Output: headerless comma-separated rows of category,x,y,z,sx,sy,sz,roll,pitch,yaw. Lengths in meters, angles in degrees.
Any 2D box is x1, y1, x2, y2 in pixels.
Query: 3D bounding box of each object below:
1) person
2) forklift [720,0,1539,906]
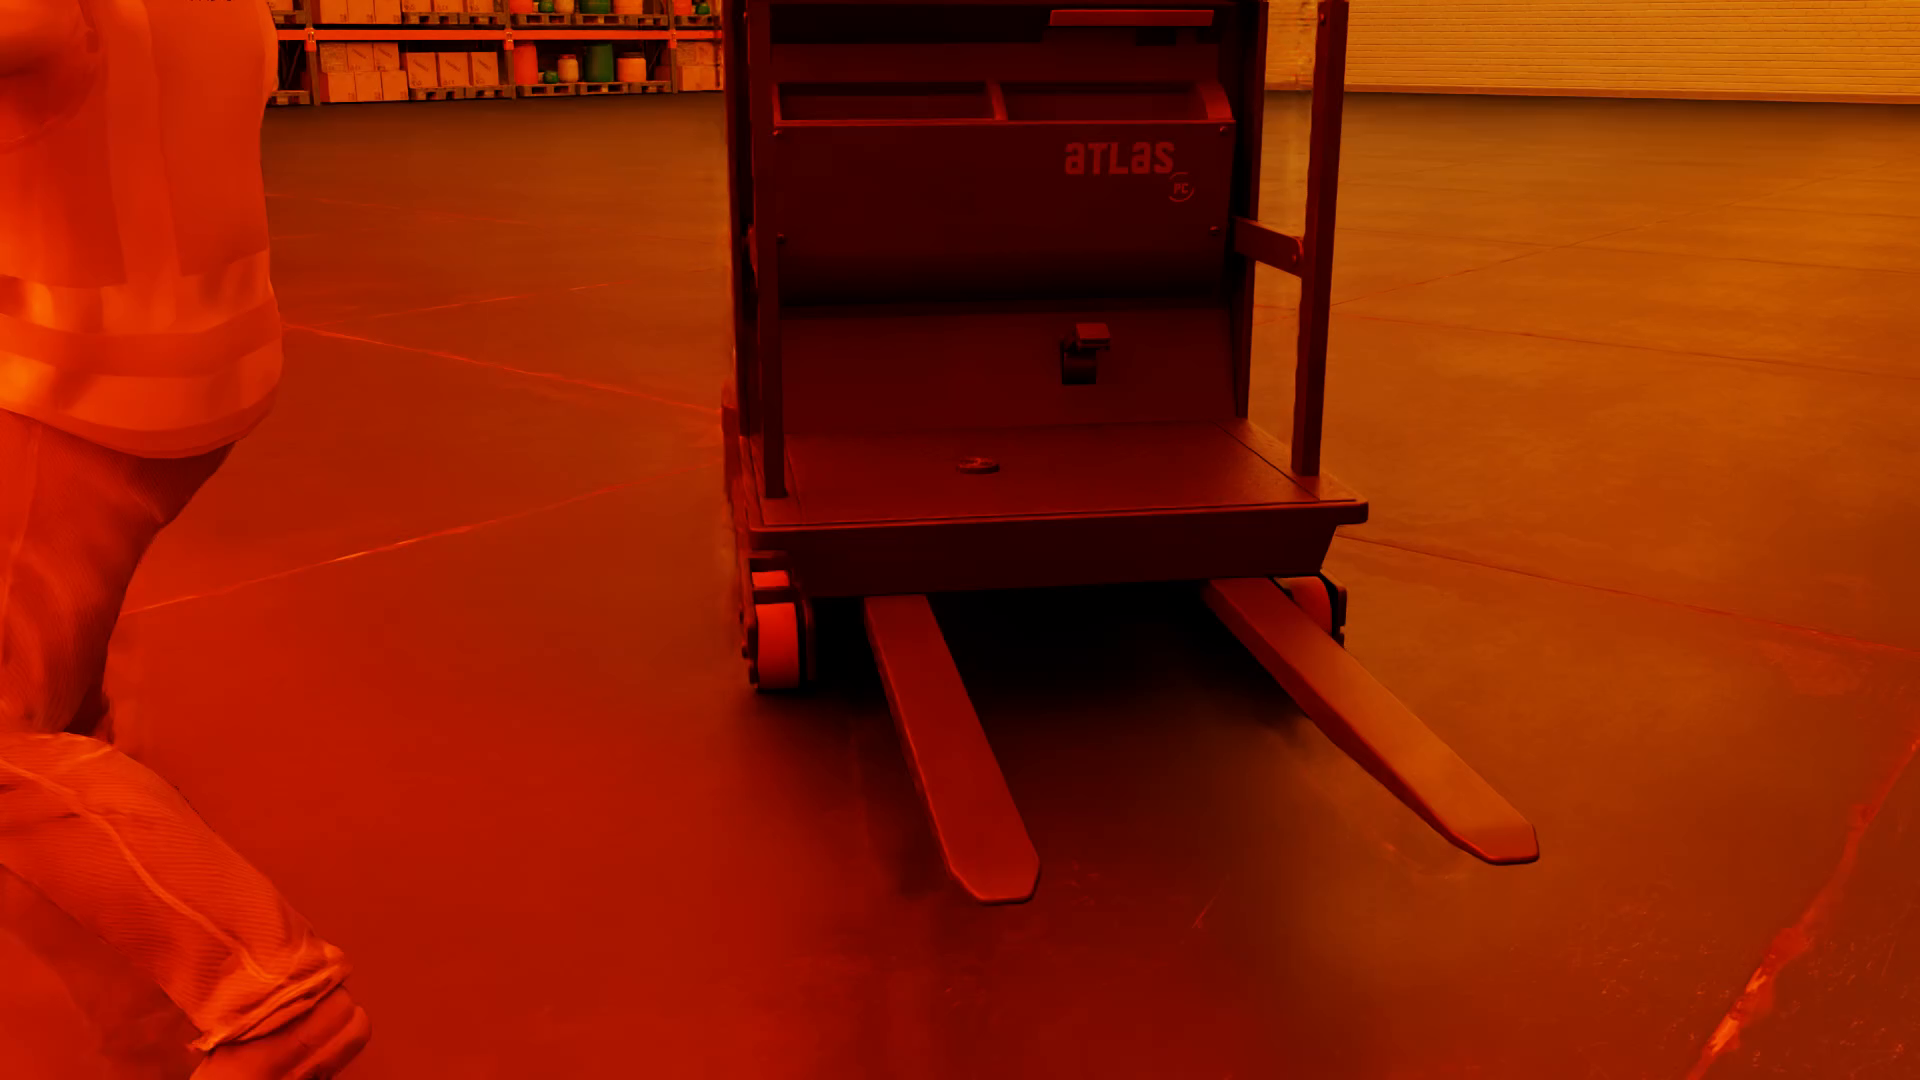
person,-1.165,-0.220,2.007,0.996,1.606,1.065,0,17,0
forklift,0.114,-1.236,2.969,1.130,2.935,3.031,-3,17,-9
